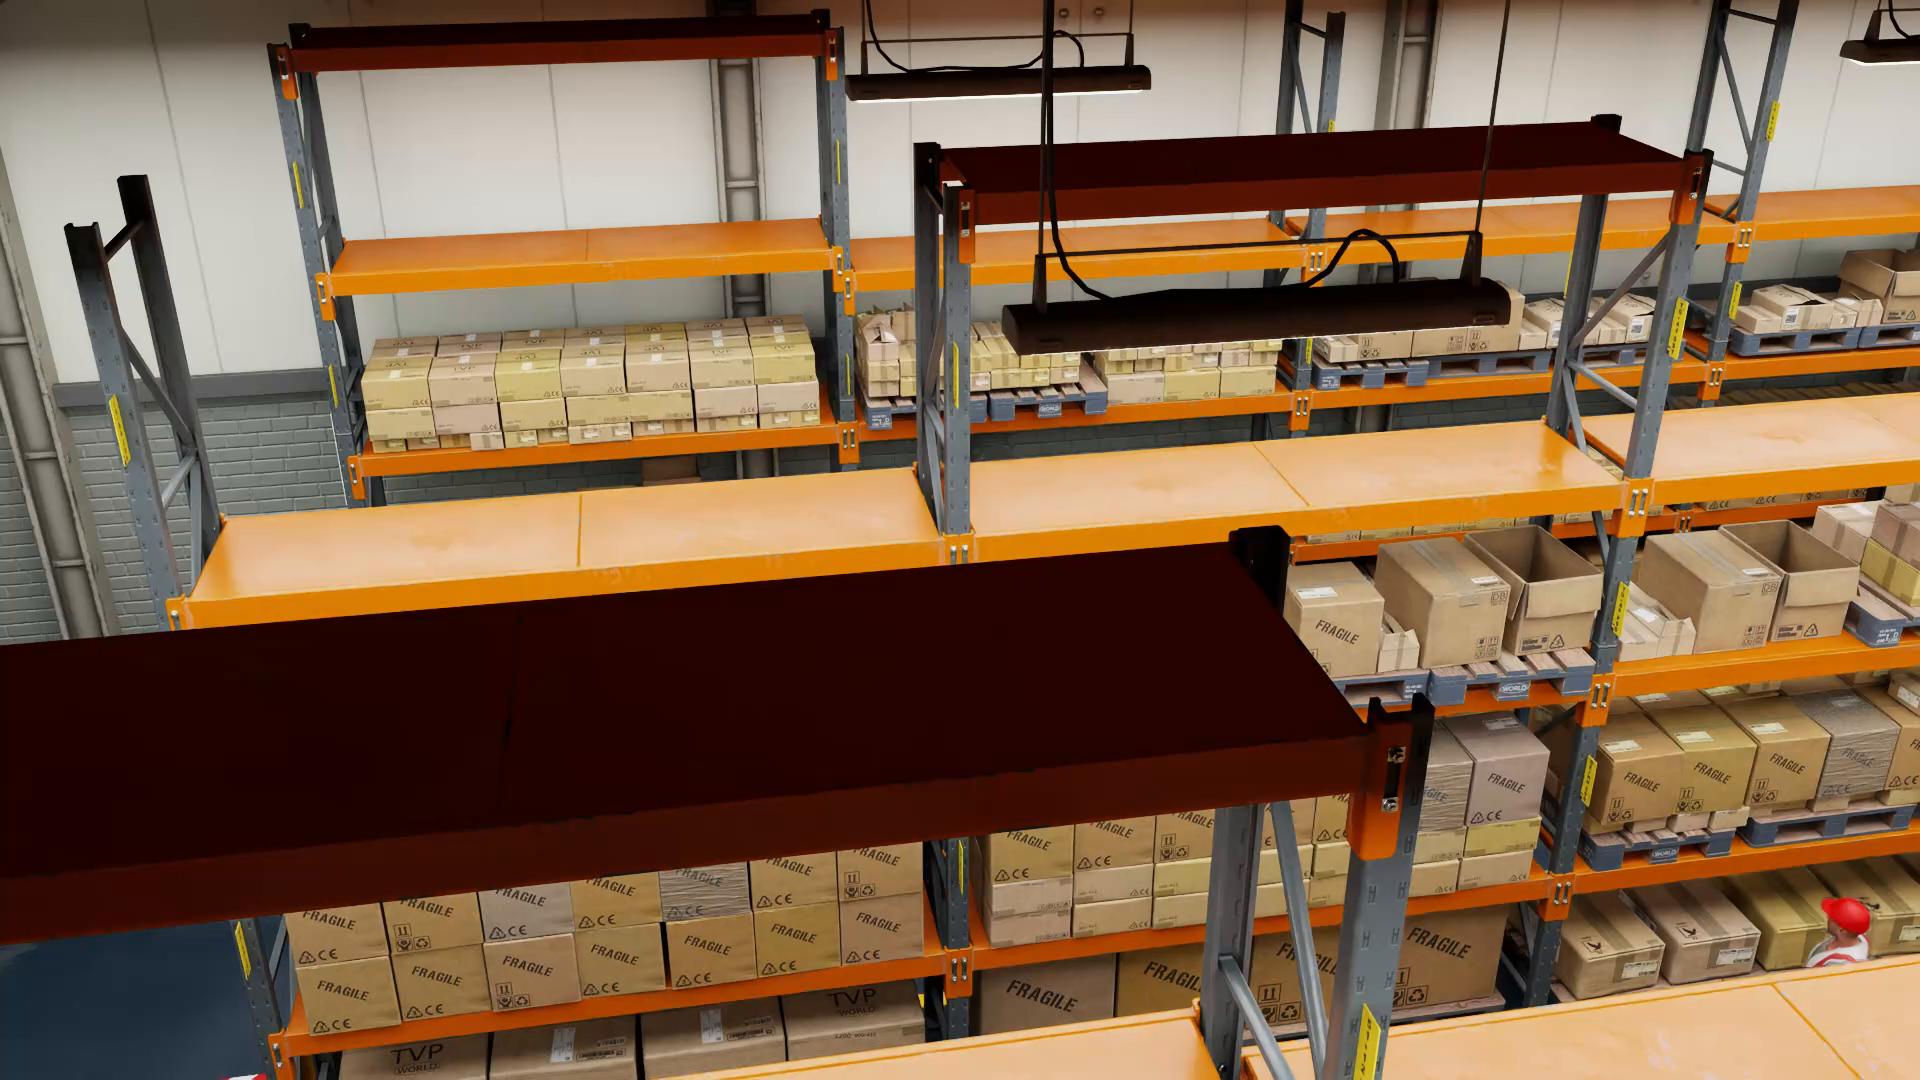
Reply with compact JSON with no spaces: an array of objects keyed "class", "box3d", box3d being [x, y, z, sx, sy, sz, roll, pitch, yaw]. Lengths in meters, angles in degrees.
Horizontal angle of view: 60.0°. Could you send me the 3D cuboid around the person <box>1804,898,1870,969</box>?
[{"class":"person","box3d":[5.224,2.931,10.211,0.589,1.791,0.583,7,27,14]}]
